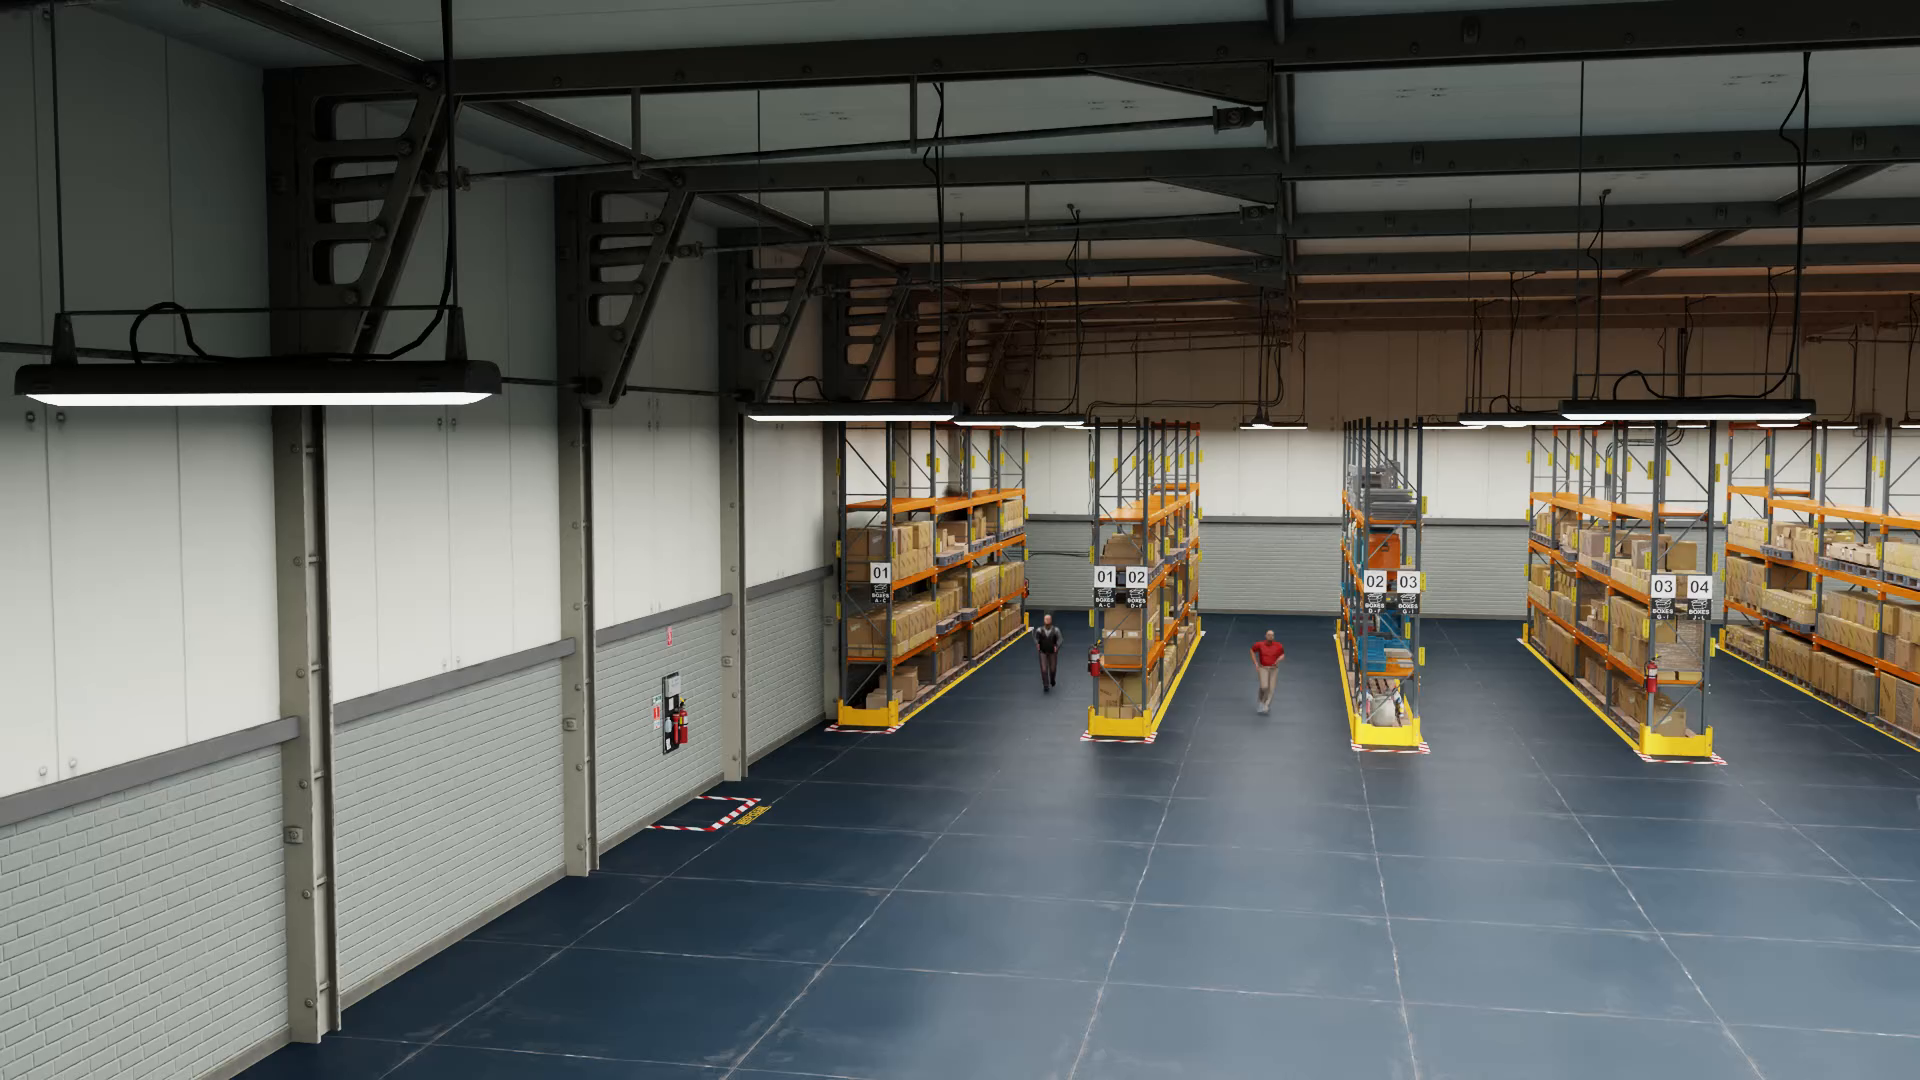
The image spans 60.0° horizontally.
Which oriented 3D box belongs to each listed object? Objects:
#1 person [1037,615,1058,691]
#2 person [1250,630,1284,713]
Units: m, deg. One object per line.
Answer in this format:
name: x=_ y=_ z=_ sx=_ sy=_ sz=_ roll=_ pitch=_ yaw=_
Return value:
person: x=1.935 y=2.500 z=36.776 sx=0.524 sy=1.671 sz=0.606 roll=0 pitch=4 yaw=5
person: x=6.276 y=2.675 z=33.829 sx=0.655 sy=1.691 sz=0.688 roll=0 pitch=4 yaw=-3
